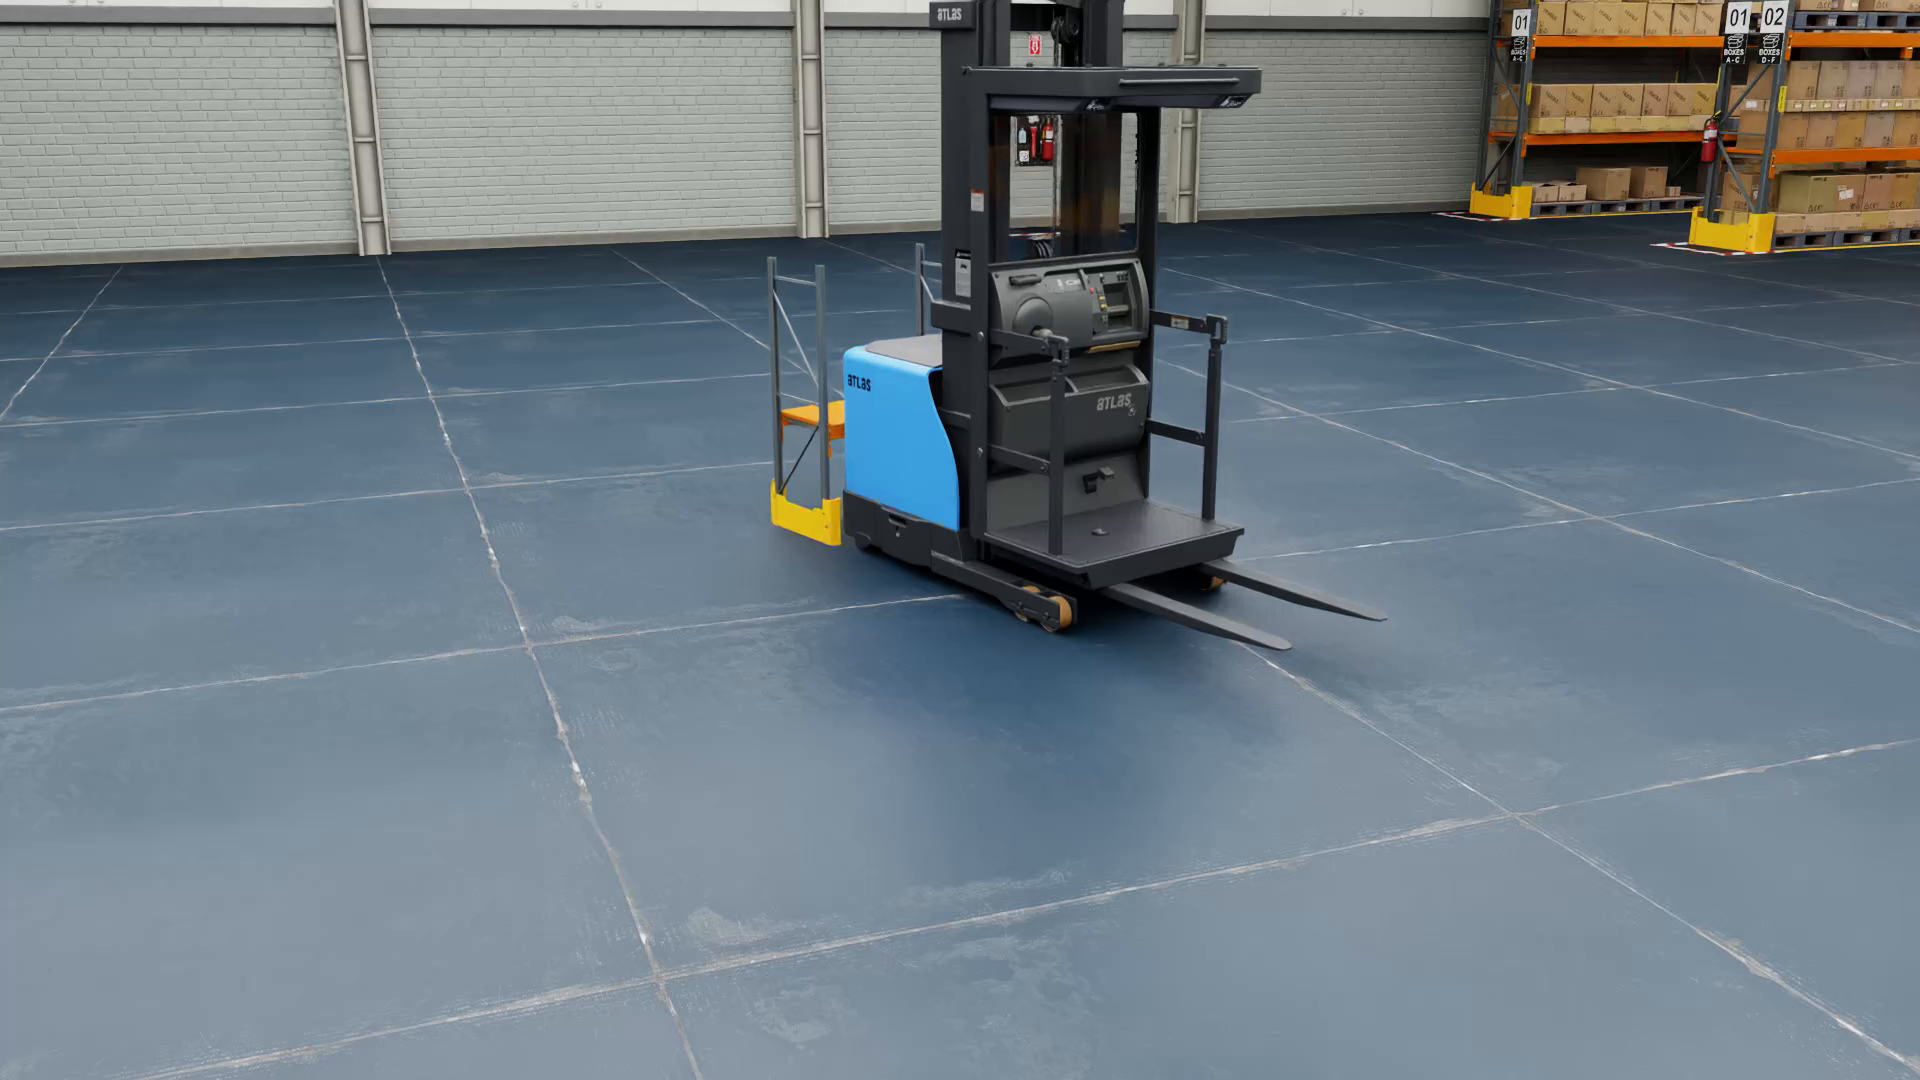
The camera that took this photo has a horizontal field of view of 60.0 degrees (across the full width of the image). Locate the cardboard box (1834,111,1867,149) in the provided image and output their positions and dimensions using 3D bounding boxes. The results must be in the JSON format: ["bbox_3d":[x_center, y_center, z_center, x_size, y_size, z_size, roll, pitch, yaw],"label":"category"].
[{"bbox_3d":[11.906,-5.629,22.766,0.500,0.500,0.700,-6,17,-20],"label":"cardboard box"}]

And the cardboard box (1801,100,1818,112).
[{"bbox_3d":[11.200,-5.804,22.211,0.250,0.149,0.380,-7,18,-22],"label":"cardboard box"}]

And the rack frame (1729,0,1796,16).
[{"bbox_3d":[10.511,-8.313,21.436,0.127,3.000,1.000,-6,17,-20],"label":"rack frame"}]

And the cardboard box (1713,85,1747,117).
[{"bbox_3d":[12.957,-7.442,28.160,0.500,0.500,0.700,-6,17,-20],"label":"cardboard box"}]

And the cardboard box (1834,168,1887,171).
[{"bbox_3d":[12.767,-5.015,23.655,0.500,0.500,0.500,-6,17,-20],"label":"cardboard box"}]

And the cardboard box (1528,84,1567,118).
[{"bbox_3d":[9.288,-7.004,26.526,0.500,0.500,0.500,-6,17,-20],"label":"cardboard box"}]

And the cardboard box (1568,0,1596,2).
[{"bbox_3d":[9.668,-8.727,26.180,0.500,0.500,0.500,-6,18,-21],"label":"cardboard box"}]

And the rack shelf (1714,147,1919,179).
[{"bbox_3d":[12.378,-5.291,23.070,4.000,0.370,1.077,-6,17,-20],"label":"rack shelf"}]

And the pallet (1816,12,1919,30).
[{"bbox_3d":[12.321,-7.020,22.514,1.213,0.211,1.003,-6,17,-20],"label":"pallet"}]

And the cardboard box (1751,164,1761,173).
[{"bbox_3d":[13.616,-6.297,28.872,0.500,0.500,0.700,-7,18,-21],"label":"cardboard box"}]

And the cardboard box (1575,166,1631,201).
[{"bbox_3d":[10.648,-5.914,27.569,0.500,0.500,0.700,-7,18,-24],"label":"cardboard box"}]

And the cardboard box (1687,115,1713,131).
[{"bbox_3d":[12.136,-6.951,27.676,0.500,0.250,0.500,-6,17,-20],"label":"cardboard box"}]

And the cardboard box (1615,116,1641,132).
[{"bbox_3d":[10.735,-6.797,27.152,0.500,0.250,0.500,-6,17,-20],"label":"cardboard box"}]

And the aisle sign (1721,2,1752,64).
[{"bbox_3d":[10.344,-6.753,22.156,0.004,0.787,0.394,-6,17,-20],"label":"aisle sign"}]

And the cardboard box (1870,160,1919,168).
[{"bbox_3d":[16.939,-6.754,29.844,0.750,0.750,0.750,-6,18,-21],"label":"cardboard box"}]

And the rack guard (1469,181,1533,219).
[{"bbox_3d":[8.806,-5.546,27.097,0.348,0.500,1.175,-6,17,-20],"label":"rack guard"}]

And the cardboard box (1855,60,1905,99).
[{"bbox_3d":[12.428,-6.310,22.783,0.500,0.500,0.700,-6,17,-20],"label":"cardboard box"}]

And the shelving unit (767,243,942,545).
[{"bbox_3d":[-0.471,-0.849,9.327,1.083,1.500,0.587,-13,21,-38],"label":"shelving unit"}]

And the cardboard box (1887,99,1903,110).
[{"bbox_3d":[12.636,-5.958,22.736,0.250,0.149,0.380,-6,17,-18],"label":"cardboard box"}]

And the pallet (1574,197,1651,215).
[{"bbox_3d":[10.714,-5.602,27.800,1.213,0.211,1.003,-6,17,-20],"label":"pallet"}]

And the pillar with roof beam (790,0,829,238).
[{"bbox_3d":[-0.586,-7.572,18.912,0.400,9.000,9.100,-6,17,-20],"label":"pillar with roof beam"}]

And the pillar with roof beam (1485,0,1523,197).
[{"bbox_3d":[10.619,-8.782,23.032,0.400,9.000,9.100,-6,17,-20],"label":"pillar with roof beam"}]

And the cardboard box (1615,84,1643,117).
[{"bbox_3d":[10.716,-7.157,27.046,0.500,0.500,0.500,-6,17,-18],"label":"cardboard box"}]

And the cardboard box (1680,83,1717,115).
[{"bbox_3d":[12.139,-7.309,27.565,0.500,0.500,0.500,-6,17,-20],"label":"cardboard box"}]

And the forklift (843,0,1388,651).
[{"bbox_3d":[0.665,-1.140,7.778,1.130,2.935,3.031,-12,20,-36],"label":"forklift"}]

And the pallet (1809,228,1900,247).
[{"bbox_3d":[12.347,-4.307,23.390,1.213,0.211,1.003,-6,17,-20],"label":"pallet"}]

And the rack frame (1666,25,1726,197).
[{"bbox_3d":[12.470,-7.141,28.092,0.127,3.000,1.000,-6,17,-20],"label":"rack frame"}]

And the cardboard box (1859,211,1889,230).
[{"bbox_3d":[12.493,-4.463,23.108,0.500,0.250,0.500,-6,17,-20],"label":"cardboard box"}]

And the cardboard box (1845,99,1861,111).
[{"bbox_3d":[11.918,-5.881,22.474,0.250,0.149,0.380,-7,18,-22],"label":"cardboard box"}]

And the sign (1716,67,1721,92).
[{"bbox_3d":[10.330,-6.248,22.576,0.005,0.325,0.100,-6,17,-20],"label":"sign"}]

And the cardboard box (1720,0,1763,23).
[{"bbox_3d":[13.009,-8.864,27.712,0.500,0.500,0.500,-4,17,-12],"label":"cardboard box"}]

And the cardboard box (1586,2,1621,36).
[{"bbox_3d":[10.134,-8.301,26.504,0.500,0.500,0.500,-5,17,-18],"label":"cardboard box"}]

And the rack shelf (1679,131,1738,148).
[{"bbox_3d":[14.338,-6.998,28.880,4.000,0.370,1.077,-6,17,-20],"label":"rack shelf"}]

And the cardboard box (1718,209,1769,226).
[{"bbox_3d":[10.906,-4.449,23.059,0.500,0.250,0.500,-6,17,-20],"label":"cardboard box"}]

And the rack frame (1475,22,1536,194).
[{"bbox_3d":[8.735,-6.738,26.719,0.127,3.000,1.000,-6,17,-20],"label":"rack frame"}]

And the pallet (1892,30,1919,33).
[{"bbox_3d":[16.787,-8.972,29.338,1.003,0.211,1.213,-5,17,-18],"label":"pallet"}]

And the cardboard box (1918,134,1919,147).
[{"bbox_3d":[13.344,-5.785,23.296,0.500,0.500,0.700,-6,18,-21],"label":"cardboard box"}]

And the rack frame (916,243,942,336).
[{"bbox_3d":[-0.086,-0.938,9.631,0.032,1.500,0.500,-13,21,-38],"label":"rack frame"}]

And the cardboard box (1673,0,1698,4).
[{"bbox_3d":[11.588,-8.937,26.898,0.500,0.500,0.500,-5,17,-17],"label":"cardboard box"}]

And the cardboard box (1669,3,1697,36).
[{"bbox_3d":[11.610,-8.474,27.095,0.500,0.500,0.500,-8,18,-25],"label":"cardboard box"}]

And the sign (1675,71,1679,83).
[{"bbox_3d":[12.268,-7.842,28.425,0.005,0.325,0.100,-6,17,-20],"label":"sign"}]

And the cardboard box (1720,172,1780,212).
[{"bbox_3d":[10.905,-4.809,22.955,0.500,0.500,0.500,-6,17,-20],"label":"cardboard box"}]

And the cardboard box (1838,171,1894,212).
[{"bbox_3d":[12.493,-4.823,23.002,0.500,0.500,0.500,-6,17,-20],"label":"cardboard box"}]

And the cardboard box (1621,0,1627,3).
[{"bbox_3d":[10.490,-8.977,27.033,0.500,0.500,0.500,-6,17,-20],"label":"cardboard box"}]

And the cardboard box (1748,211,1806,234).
[{"bbox_3d":[11.091,-4.313,22.595,0.500,0.250,0.500,-6,17,-20],"label":"cardboard box"}]

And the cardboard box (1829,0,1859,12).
[{"bbox_3d":[11.673,-7.094,22.062,0.250,0.149,0.380,-6,17,-20],"label":"cardboard box"}]

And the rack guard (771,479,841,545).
[{"bbox_3d":[-0.856,-0.160,9.199,0.087,0.250,0.587,-13,21,-38],"label":"rack guard"}]

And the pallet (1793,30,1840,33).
[{"bbox_3d":[14.052,-8.630,28.171,1.003,0.211,1.213,-6,17,-20],"label":"pallet"}]

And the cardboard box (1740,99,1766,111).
[{"bbox_3d":[10.800,-5.883,22.478,0.250,0.149,0.380,-6,18,-21],"label":"cardboard box"}]

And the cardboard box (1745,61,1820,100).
[{"bbox_3d":[11.001,-6.154,22.252,0.500,0.500,0.700,-6,17,-20],"label":"cardboard box"}]

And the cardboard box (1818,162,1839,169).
[{"bbox_3d":[15.029,-6.448,29.389,0.500,0.500,0.700,-6,17,-20],"label":"cardboard box"}]

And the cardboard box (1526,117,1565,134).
[{"bbox_3d":[9.304,-6.641,26.620,0.500,0.250,0.500,-7,18,-22],"label":"cardboard box"}]
